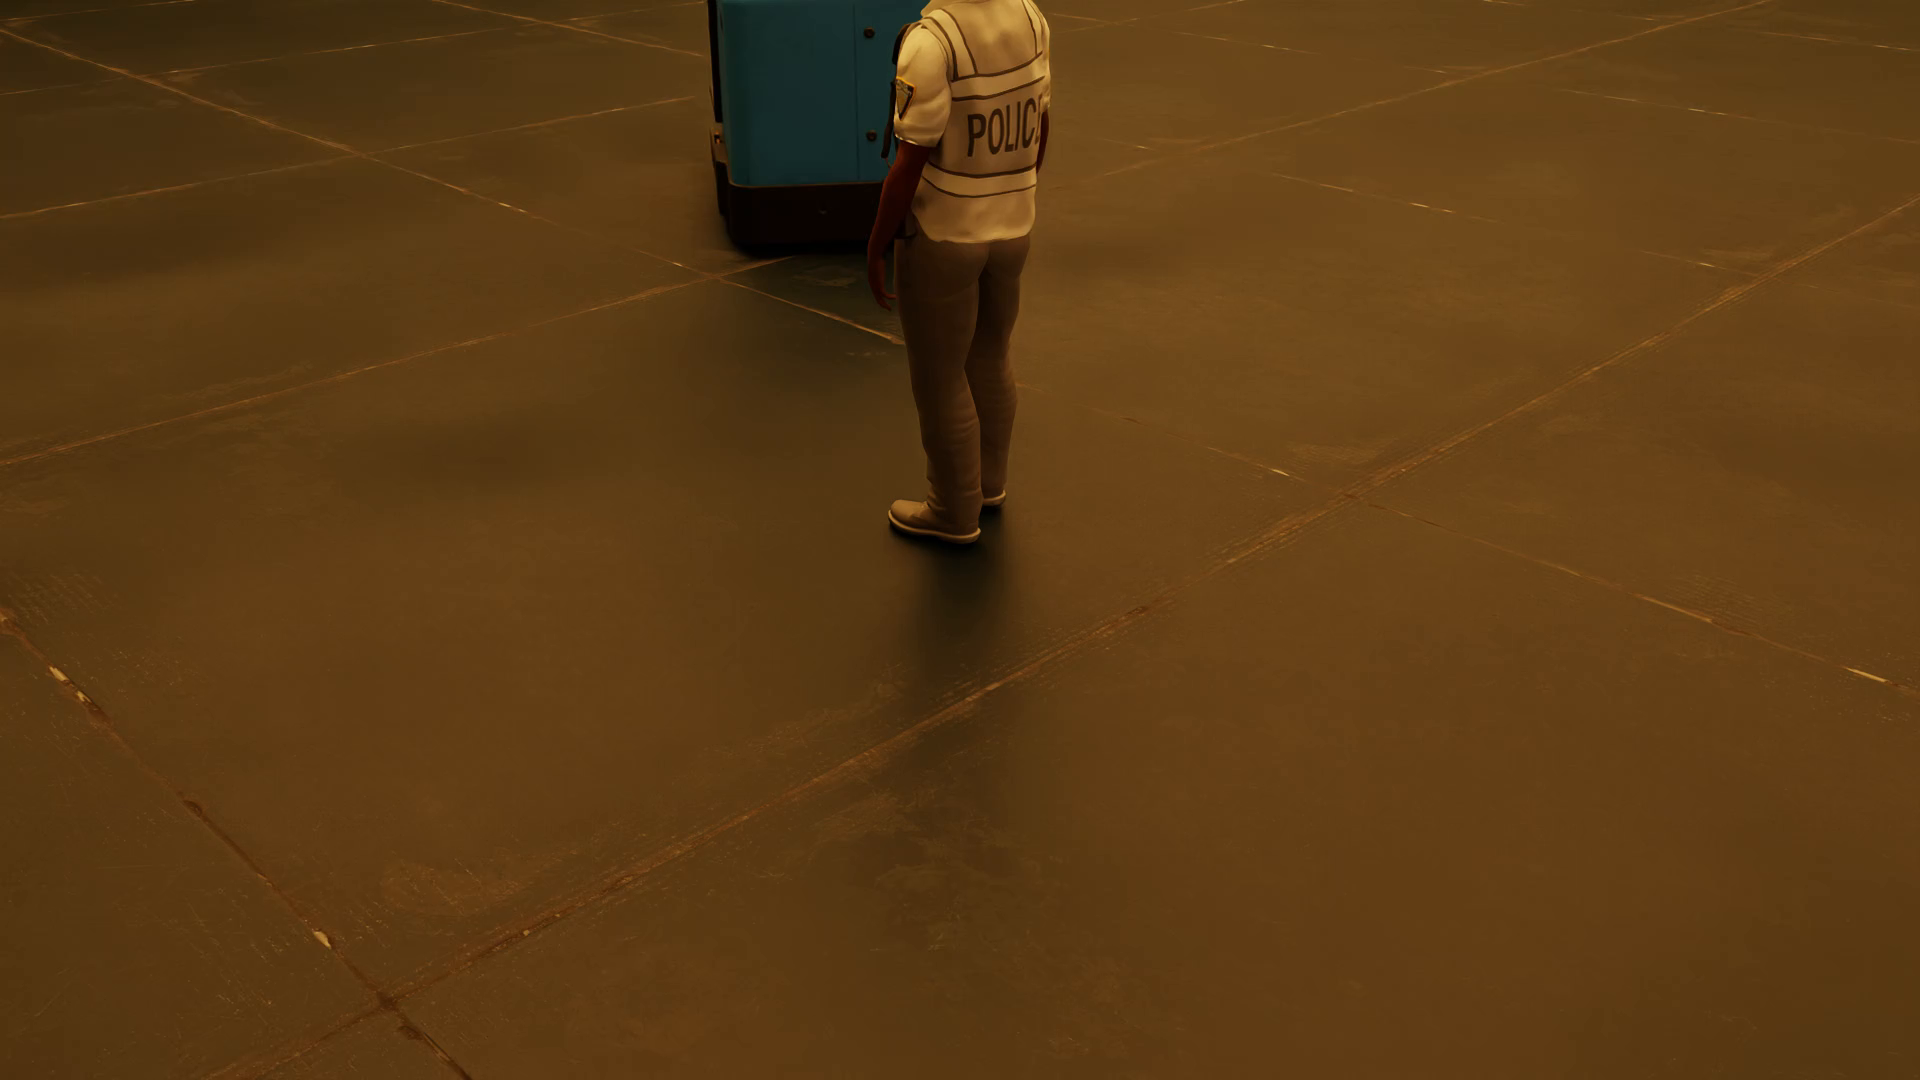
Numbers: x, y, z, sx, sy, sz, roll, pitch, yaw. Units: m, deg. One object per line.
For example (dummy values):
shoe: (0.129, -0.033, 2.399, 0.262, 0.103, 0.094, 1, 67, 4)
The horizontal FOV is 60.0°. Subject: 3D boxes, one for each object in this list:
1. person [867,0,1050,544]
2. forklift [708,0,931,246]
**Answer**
person: (-0.039, -0.797, 4.227, 0.569, 1.696, 0.528, -24, 35, -39)
forklift: (-0.660, -3.149, 7.636, 1.130, 2.935, 3.031, -4, 26, -9)
